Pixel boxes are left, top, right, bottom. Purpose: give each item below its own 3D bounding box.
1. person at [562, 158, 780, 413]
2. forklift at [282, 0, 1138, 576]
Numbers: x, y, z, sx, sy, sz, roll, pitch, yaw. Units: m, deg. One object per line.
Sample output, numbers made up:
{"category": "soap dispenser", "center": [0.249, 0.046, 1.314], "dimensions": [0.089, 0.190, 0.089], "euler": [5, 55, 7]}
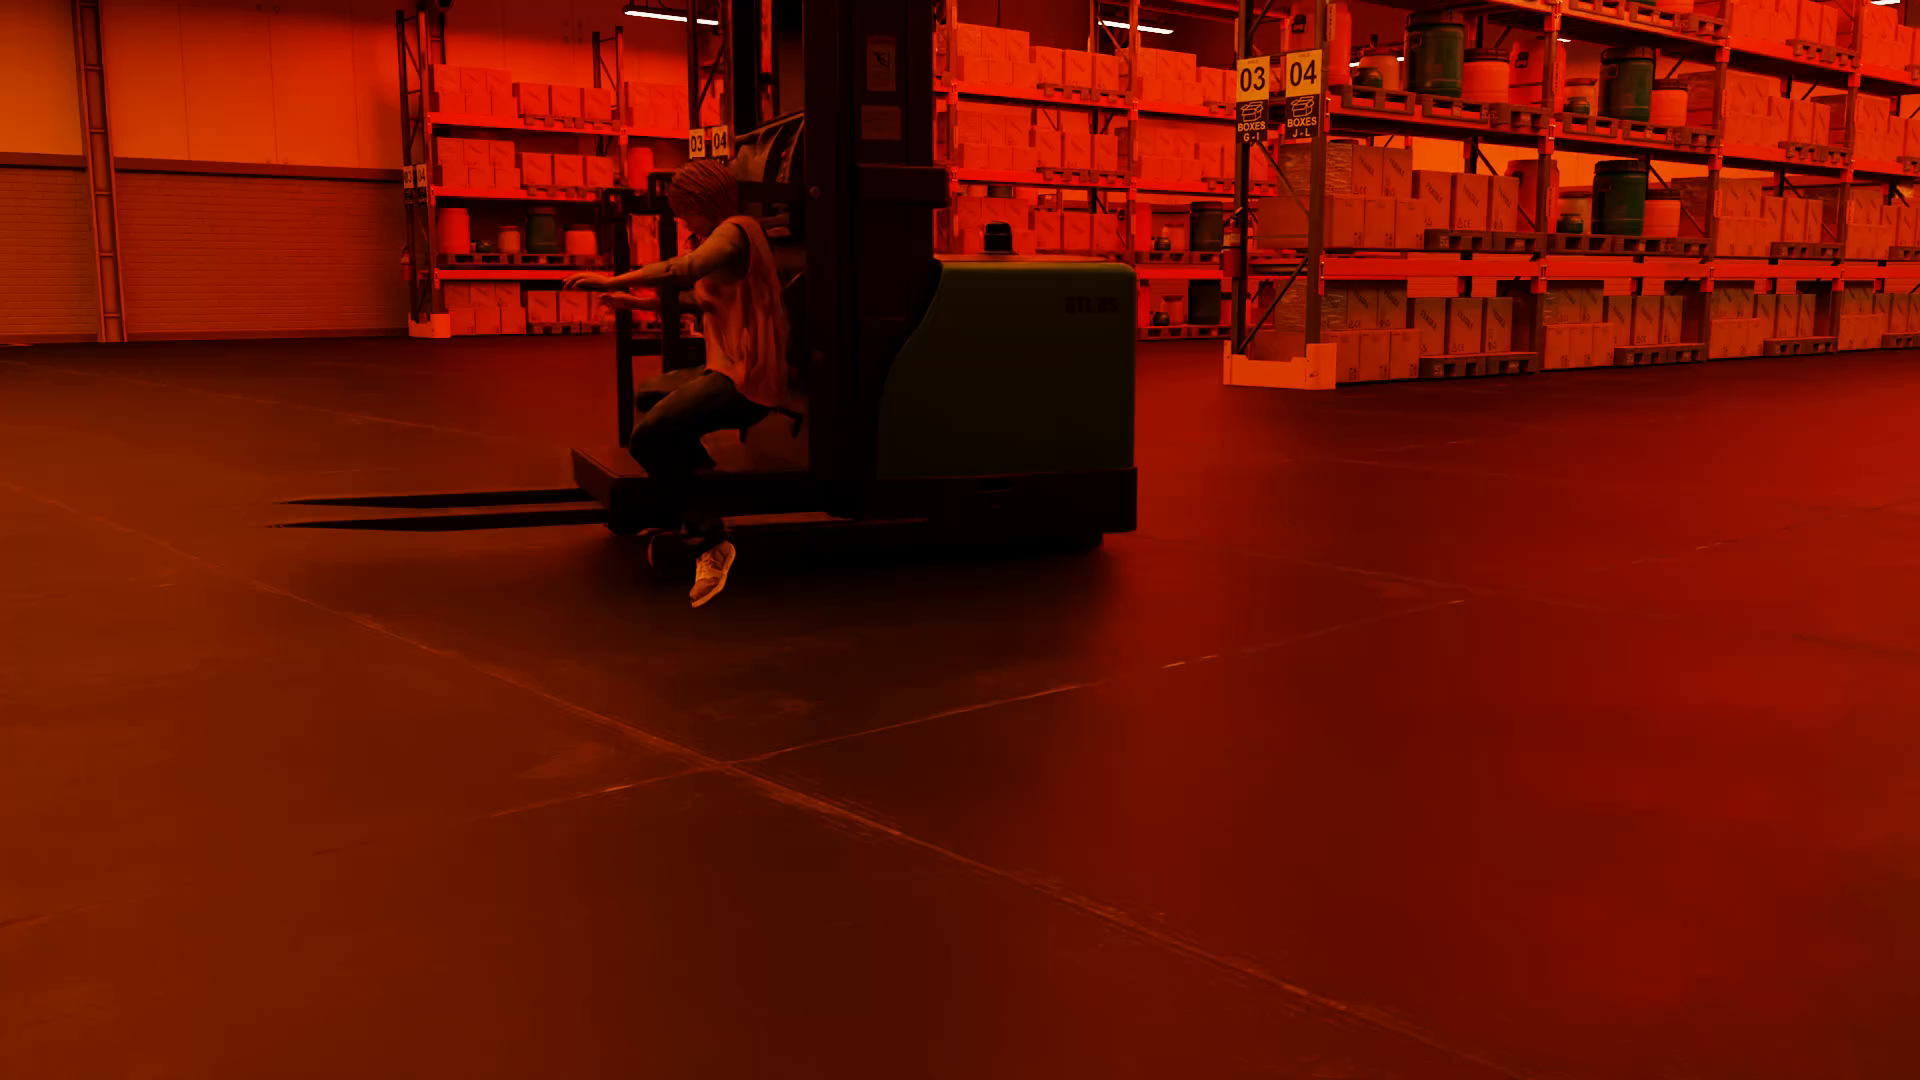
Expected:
{"category": "person", "center": [-0.898, -0.799, 5.325], "dimensions": [0.625, 0.802, 0.744], "euler": [1, 9, 3]}
{"category": "forklift", "center": [-0.898, -1.406, 6.042], "dimensions": [3.031, 2.935, 1.130], "euler": [-3, 9, -20]}
